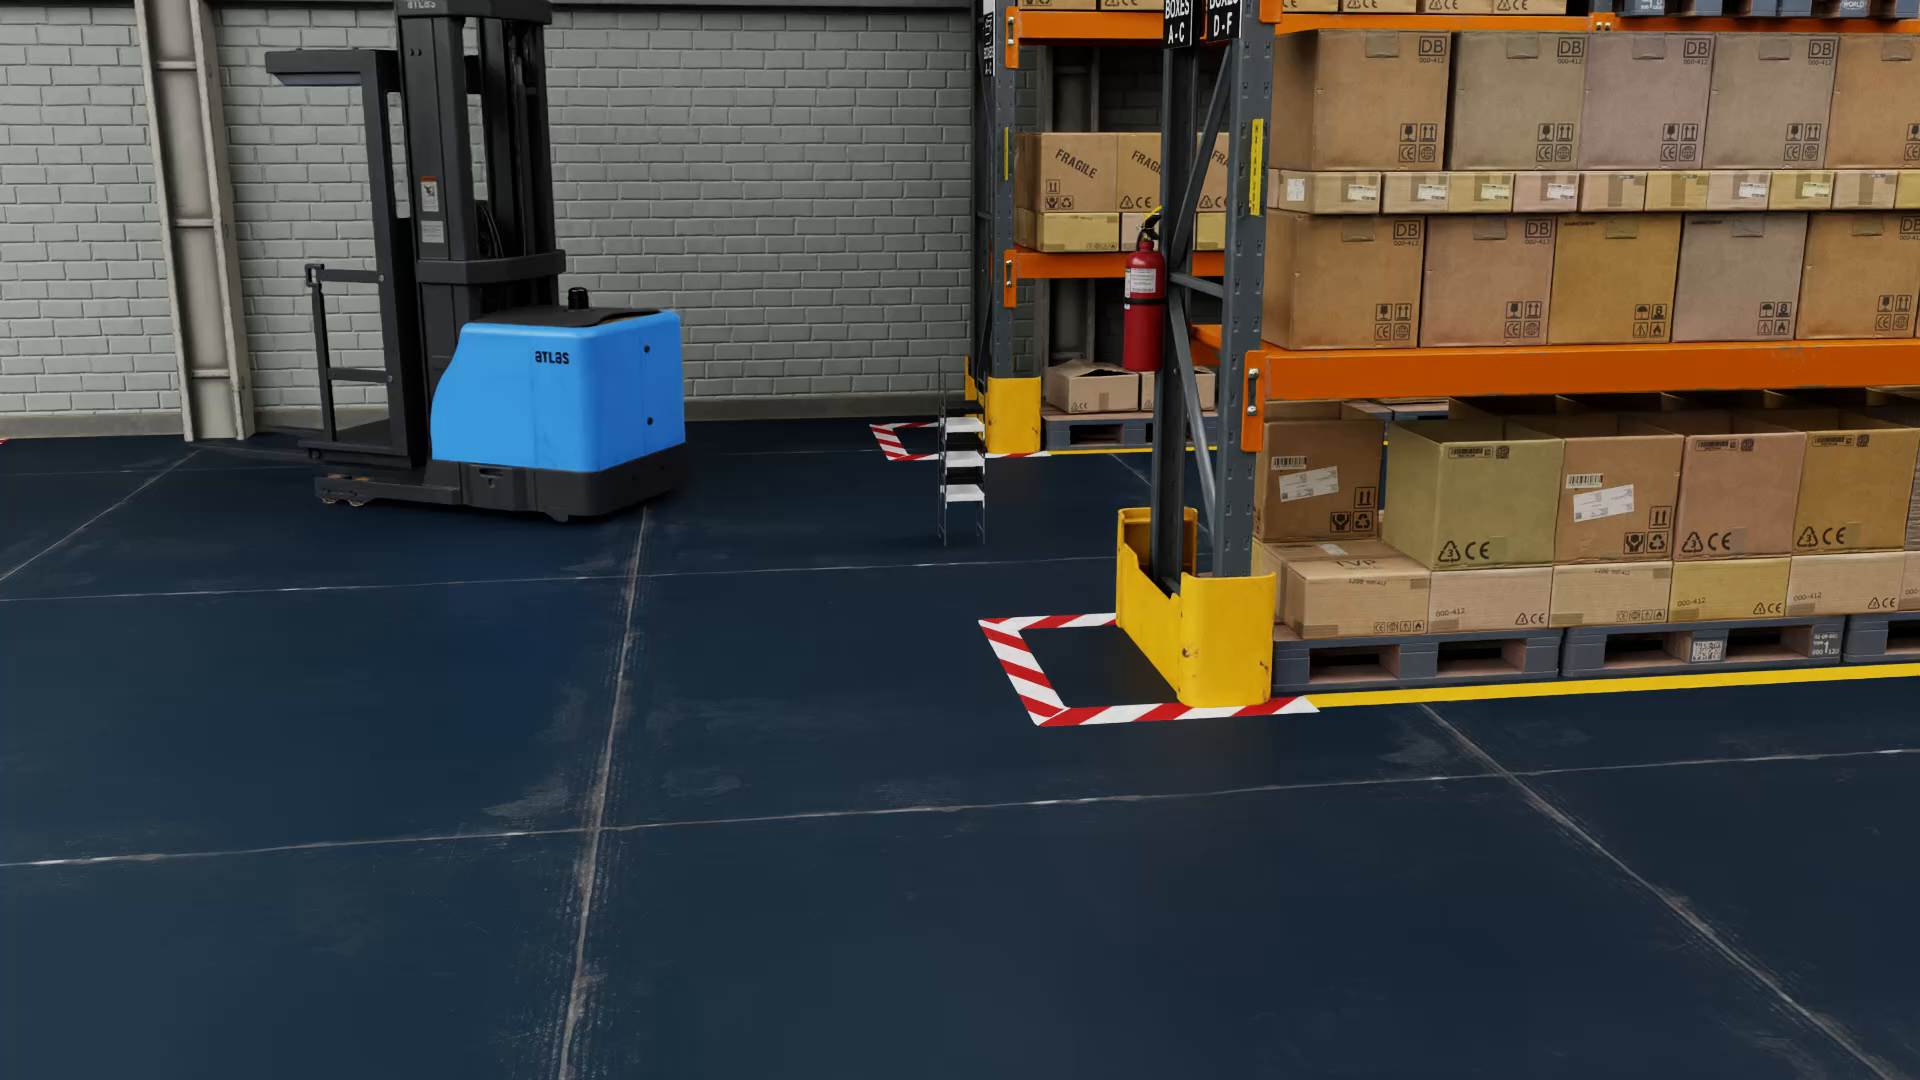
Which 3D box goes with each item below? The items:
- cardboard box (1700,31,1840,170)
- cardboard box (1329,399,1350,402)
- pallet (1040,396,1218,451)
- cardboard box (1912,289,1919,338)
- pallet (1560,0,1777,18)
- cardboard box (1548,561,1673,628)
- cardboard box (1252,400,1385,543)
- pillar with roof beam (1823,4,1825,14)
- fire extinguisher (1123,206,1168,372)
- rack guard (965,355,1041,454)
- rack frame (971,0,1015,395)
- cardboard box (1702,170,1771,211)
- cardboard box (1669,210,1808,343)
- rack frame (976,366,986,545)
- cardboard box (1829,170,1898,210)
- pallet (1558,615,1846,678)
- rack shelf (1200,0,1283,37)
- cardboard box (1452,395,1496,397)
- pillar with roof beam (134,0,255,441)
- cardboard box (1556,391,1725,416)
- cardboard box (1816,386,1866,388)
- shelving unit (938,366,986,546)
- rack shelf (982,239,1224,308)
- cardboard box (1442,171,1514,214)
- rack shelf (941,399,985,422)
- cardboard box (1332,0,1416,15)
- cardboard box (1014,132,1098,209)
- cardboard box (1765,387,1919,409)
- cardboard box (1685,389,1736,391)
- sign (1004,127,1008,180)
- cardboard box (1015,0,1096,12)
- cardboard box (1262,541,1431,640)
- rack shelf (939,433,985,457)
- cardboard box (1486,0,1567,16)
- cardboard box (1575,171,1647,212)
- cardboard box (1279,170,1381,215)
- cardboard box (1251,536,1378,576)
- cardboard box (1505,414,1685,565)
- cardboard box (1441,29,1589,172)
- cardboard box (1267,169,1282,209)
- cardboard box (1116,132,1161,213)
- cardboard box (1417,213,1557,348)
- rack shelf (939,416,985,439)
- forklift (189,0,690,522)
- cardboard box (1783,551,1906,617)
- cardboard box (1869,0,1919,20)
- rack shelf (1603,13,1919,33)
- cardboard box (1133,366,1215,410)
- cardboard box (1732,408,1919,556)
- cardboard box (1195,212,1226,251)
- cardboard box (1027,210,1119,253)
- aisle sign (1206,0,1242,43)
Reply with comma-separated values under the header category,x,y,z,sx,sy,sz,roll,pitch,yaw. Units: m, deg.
category,x,y,z,sx,sy,sz,roll,pitch,yaw
cardboard box,2.981,-1.722,6.551,0.500,0.500,0.700,-2,14,-8
cardboard box,2.581,-1.086,11.841,0.250,0.149,0.380,-3,14,-13
pallet,1.094,-0.834,11.615,1.213,0.211,1.003,-2,14,-8
cardboard box,3.949,-1.127,6.844,0.500,0.500,0.700,-2,14,-9
pallet,4.792,-3.669,11.405,1.003,0.211,1.213,-2,14,-8
cardboard box,2.504,0.155,6.726,0.500,0.250,0.500,-2,14,-8
cardboard box,1.438,-0.297,6.986,0.500,0.500,0.500,-2,14,-8
pillar with roof beam,7.348,-4.489,8.121,0.400,9.000,9.100,-2,14,-8
fire extinguisher,0.766,-1.042,6.869,0.183,0.674,0.296,-2,14,-8
rack guard,0.286,-0.954,11.497,0.348,0.500,1.175,-2,14,-8
rack frame,0.211,-2.163,11.182,0.127,3.000,1.000,-2,14,-8
cardboard box,2.893,-1.353,6.411,0.250,0.149,0.380,-2,14,-8
cardboard box,2.946,-1.091,6.700,0.500,0.500,0.700,-2,14,-7
rack frame,0.109,-0.440,8.628,0.006,0.900,0.240,-2,14,-8
cardboard box,3.415,-1.373,6.491,0.250,0.149,0.380,-2,14,-7
pallet,2.906,0.299,7.094,1.213,0.211,1.003,-2,14,-8
rack shelf,2.930,-2.150,6.442,4.000,0.370,1.077,-2,14,-8
cardboard box,3.641,-1.121,11.945,0.250,0.166,0.380,-4,15,-16
pillar with roof beam,-4.518,-4.054,6.387,0.400,9.000,9.100,-2,14,-8
cardboard box,2.920,-0.354,7.215,0.500,0.500,0.500,-2,14,-8
cardboard box,6.403,-1.400,12.372,0.500,0.500,0.700,-2,14,-9
shelving unit,0.008,-0.437,8.614,0.210,0.900,0.258,-2,14,-8
rack shelf,2.188,-1.887,11.558,4.000,0.370,1.077,-2,14,-8
cardboard box,1.880,-1.316,6.265,0.250,0.149,0.380,-2,14,-8
rack shelf,0.008,-0.666,8.556,0.200,0.077,0.258,-2,14,-8
cardboard box,2.659,-3.699,10.893,0.500,0.500,0.500,-3,14,-11
cardboard box,0.645,-2.532,11.378,0.500,0.500,0.500,-2,14,-9
cardboard box,3.909,-0.389,7.354,0.500,0.500,0.500,-2,14,-8
cardboard box,5.395,-1.371,12.255,0.500,0.500,0.700,-2,14,-9
sign,0.292,-2.453,10.556,0.005,0.325,0.100,-2,14,-8
cardboard box,0.579,-3.628,10.611,0.500,0.500,0.500,-2,14,-7
cardboard box,1.516,0.192,6.578,0.500,0.250,0.500,-2,14,-8
rack shelf,0.008,-0.492,8.600,0.200,0.077,0.258,-2,14,-8
cardboard box,3.701,-3.744,11.070,0.500,0.500,0.500,-2,14,-7
cardboard box,2.393,-1.335,6.341,0.250,0.149,0.380,-3,14,-10
cardboard box,1.372,-1.297,6.190,0.250,0.149,0.380,-2,14,-9
cardboard box,1.439,0.068,7.075,0.500,0.250,0.500,-2,14,-8
cardboard box,2.502,-0.211,6.646,0.500,0.500,0.500,-2,14,-8
cardboard box,1.987,-1.686,6.405,0.500,0.500,0.700,-2,14,-10
cardboard box,1.302,-1.395,6.578,0.250,0.149,0.380,-2,14,-9
cardboard box,1.218,-2.425,10.949,0.500,0.500,0.500,-2,14,-8
cardboard box,1.934,-1.054,6.554,0.500,0.500,0.700,-2,14,-7
rack shelf,0.008,-0.579,8.578,0.200,0.077,0.258,-2,14,-8
forklift,-3.161,-1.724,9.572,3.031,2.935,1.130,5,15,21
cardboard box,3.494,0.120,6.866,0.500,0.250,0.500,-2,14,-8
cardboard box,6.826,-3.943,11.859,0.637,0.503,0.797,0,14,0
rack shelf,6.144,-3.487,11.771,4.000,0.370,1.077,-2,14,-8
cardboard box,1.472,-1.097,11.551,0.500,0.311,0.500,-1,14,-4
cardboard box,3.492,-0.247,6.787,0.500,0.500,0.500,-2,14,-8
cardboard box,1.756,-2.081,11.120,0.500,0.250,0.500,-2,14,-9
cardboard box,0.741,-2.042,10.963,0.500,0.250,0.500,-3,14,-10
aisle sign,0.933,-2.157,5.811,0.004,0.787,0.394,-2,14,-8
